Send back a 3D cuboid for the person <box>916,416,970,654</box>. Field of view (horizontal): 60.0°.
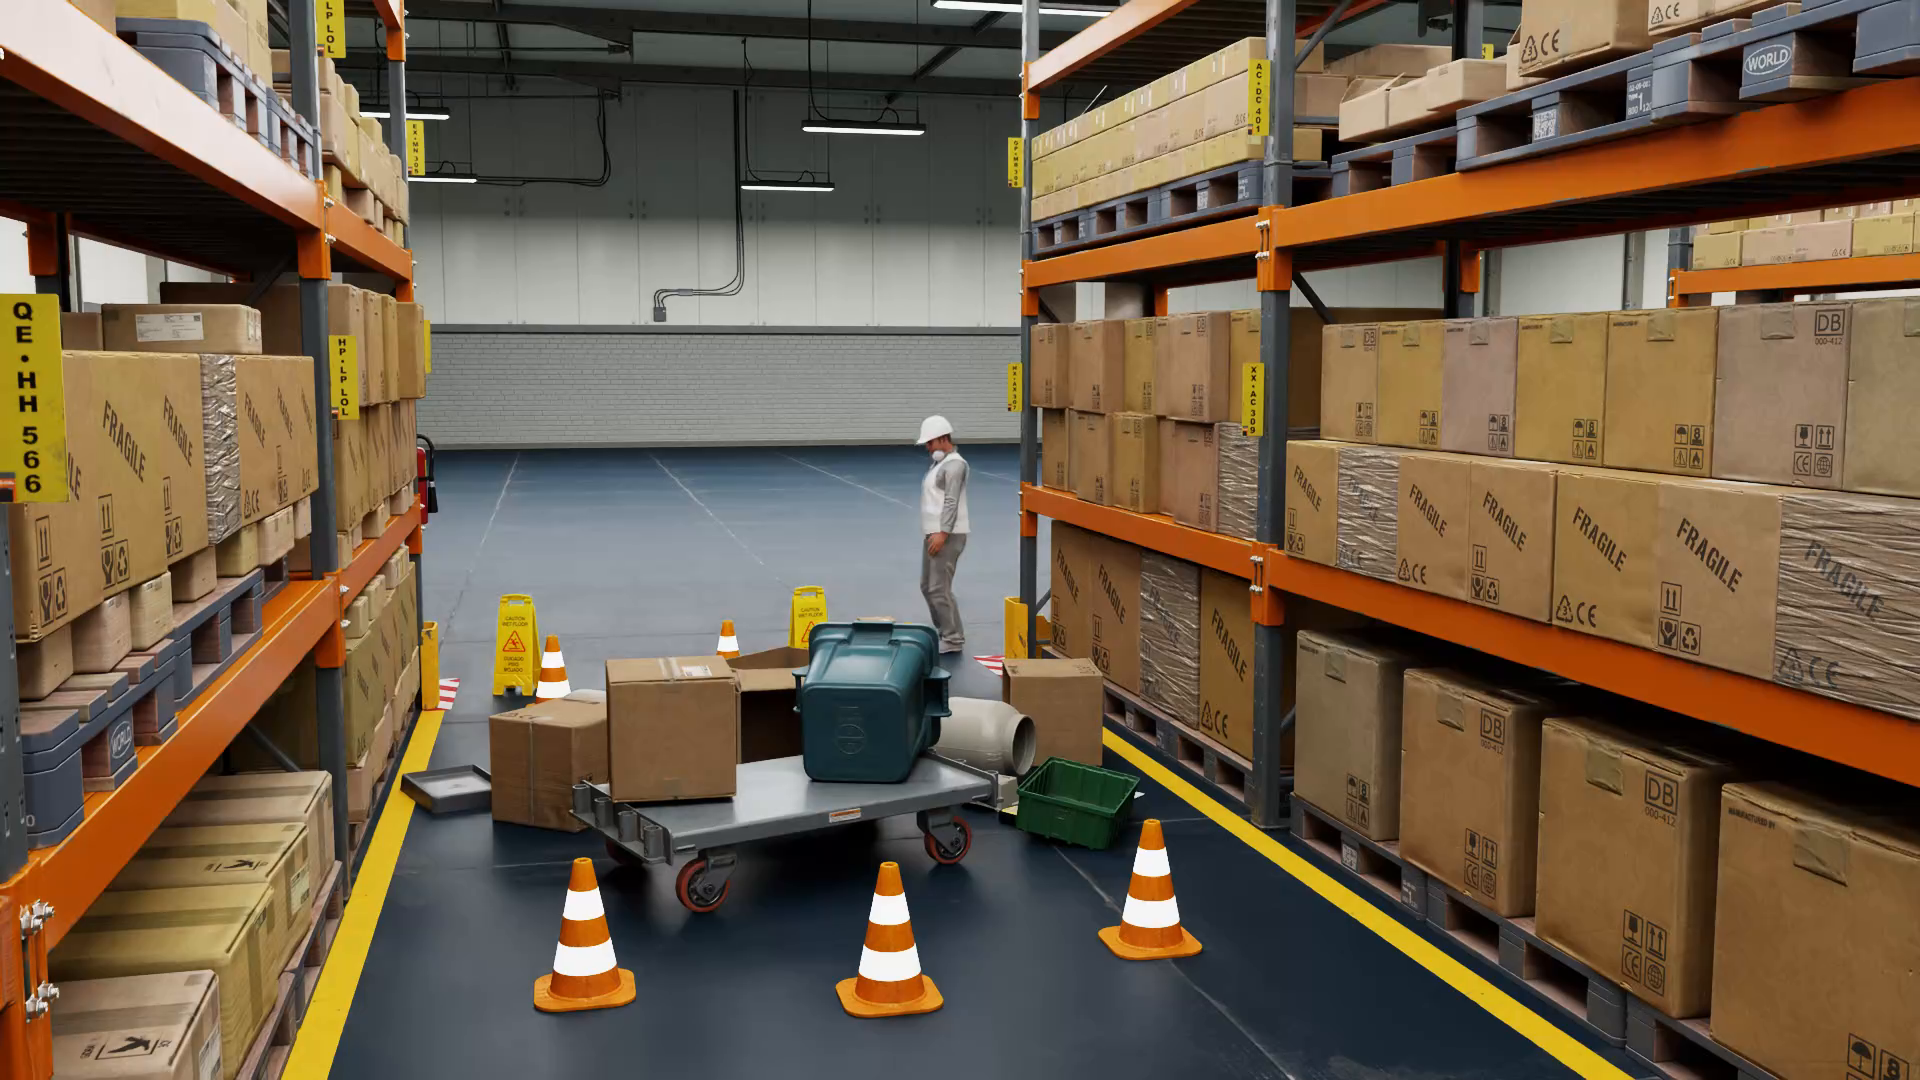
[{"bbox_3d":[-0.133,-0.042,12.333,0.389,1.757,0.540,-1,6,-13],"label":"person"}]
